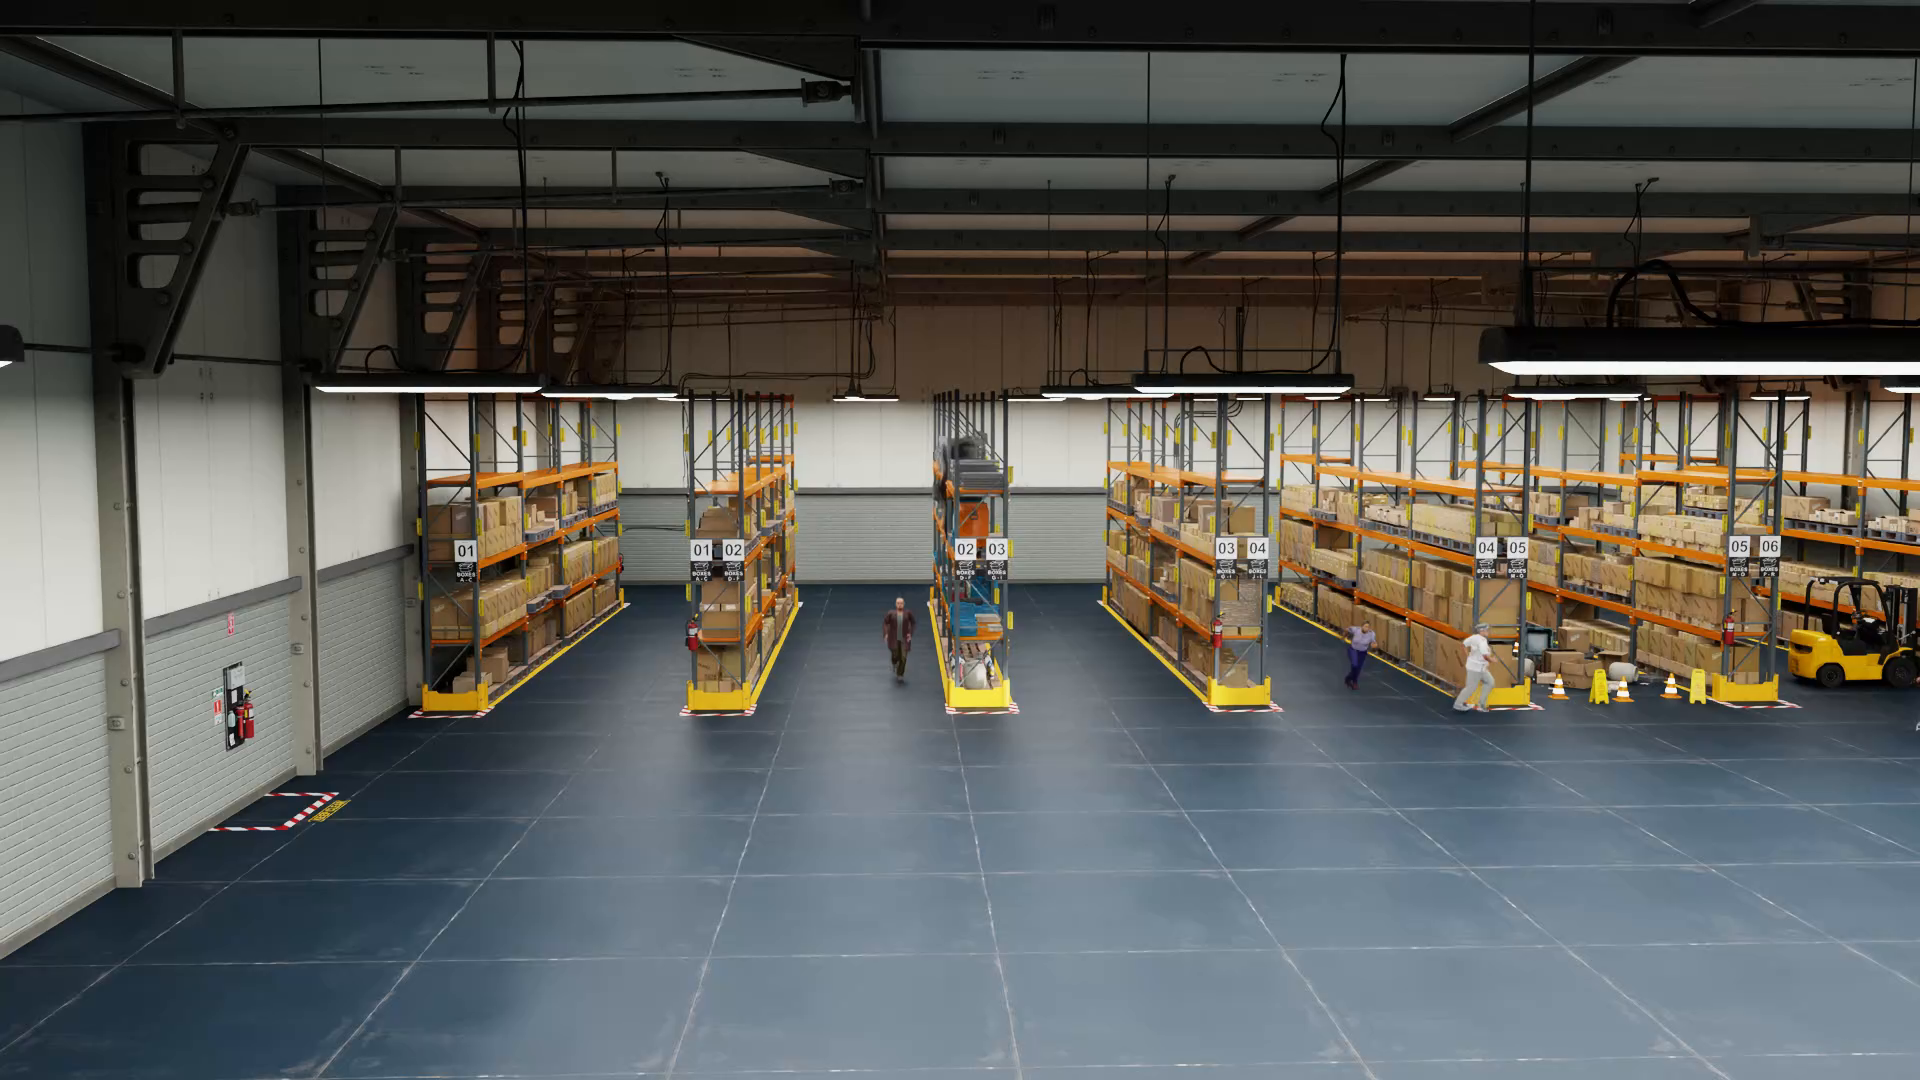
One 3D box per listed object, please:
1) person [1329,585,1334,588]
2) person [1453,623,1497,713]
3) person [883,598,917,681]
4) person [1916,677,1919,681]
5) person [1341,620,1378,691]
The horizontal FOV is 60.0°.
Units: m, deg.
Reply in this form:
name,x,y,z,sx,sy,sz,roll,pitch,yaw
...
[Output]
name,x,y,z,sx,sy,sz,roll,pitch,yaw
person,11.166,0.859,48.968,0.844,1.766,0.614,-1,5,-7
person,9.489,2.387,30.633,0.763,1.782,0.727,2,5,19
person,-1.254,2.053,34.553,0.702,1.725,0.672,0,5,-3
person,16.892,2.722,28.502,0.553,1.332,0.910,0,5,-3
person,8.006,2.342,33.306,0.565,1.298,1.073,0,5,-5
